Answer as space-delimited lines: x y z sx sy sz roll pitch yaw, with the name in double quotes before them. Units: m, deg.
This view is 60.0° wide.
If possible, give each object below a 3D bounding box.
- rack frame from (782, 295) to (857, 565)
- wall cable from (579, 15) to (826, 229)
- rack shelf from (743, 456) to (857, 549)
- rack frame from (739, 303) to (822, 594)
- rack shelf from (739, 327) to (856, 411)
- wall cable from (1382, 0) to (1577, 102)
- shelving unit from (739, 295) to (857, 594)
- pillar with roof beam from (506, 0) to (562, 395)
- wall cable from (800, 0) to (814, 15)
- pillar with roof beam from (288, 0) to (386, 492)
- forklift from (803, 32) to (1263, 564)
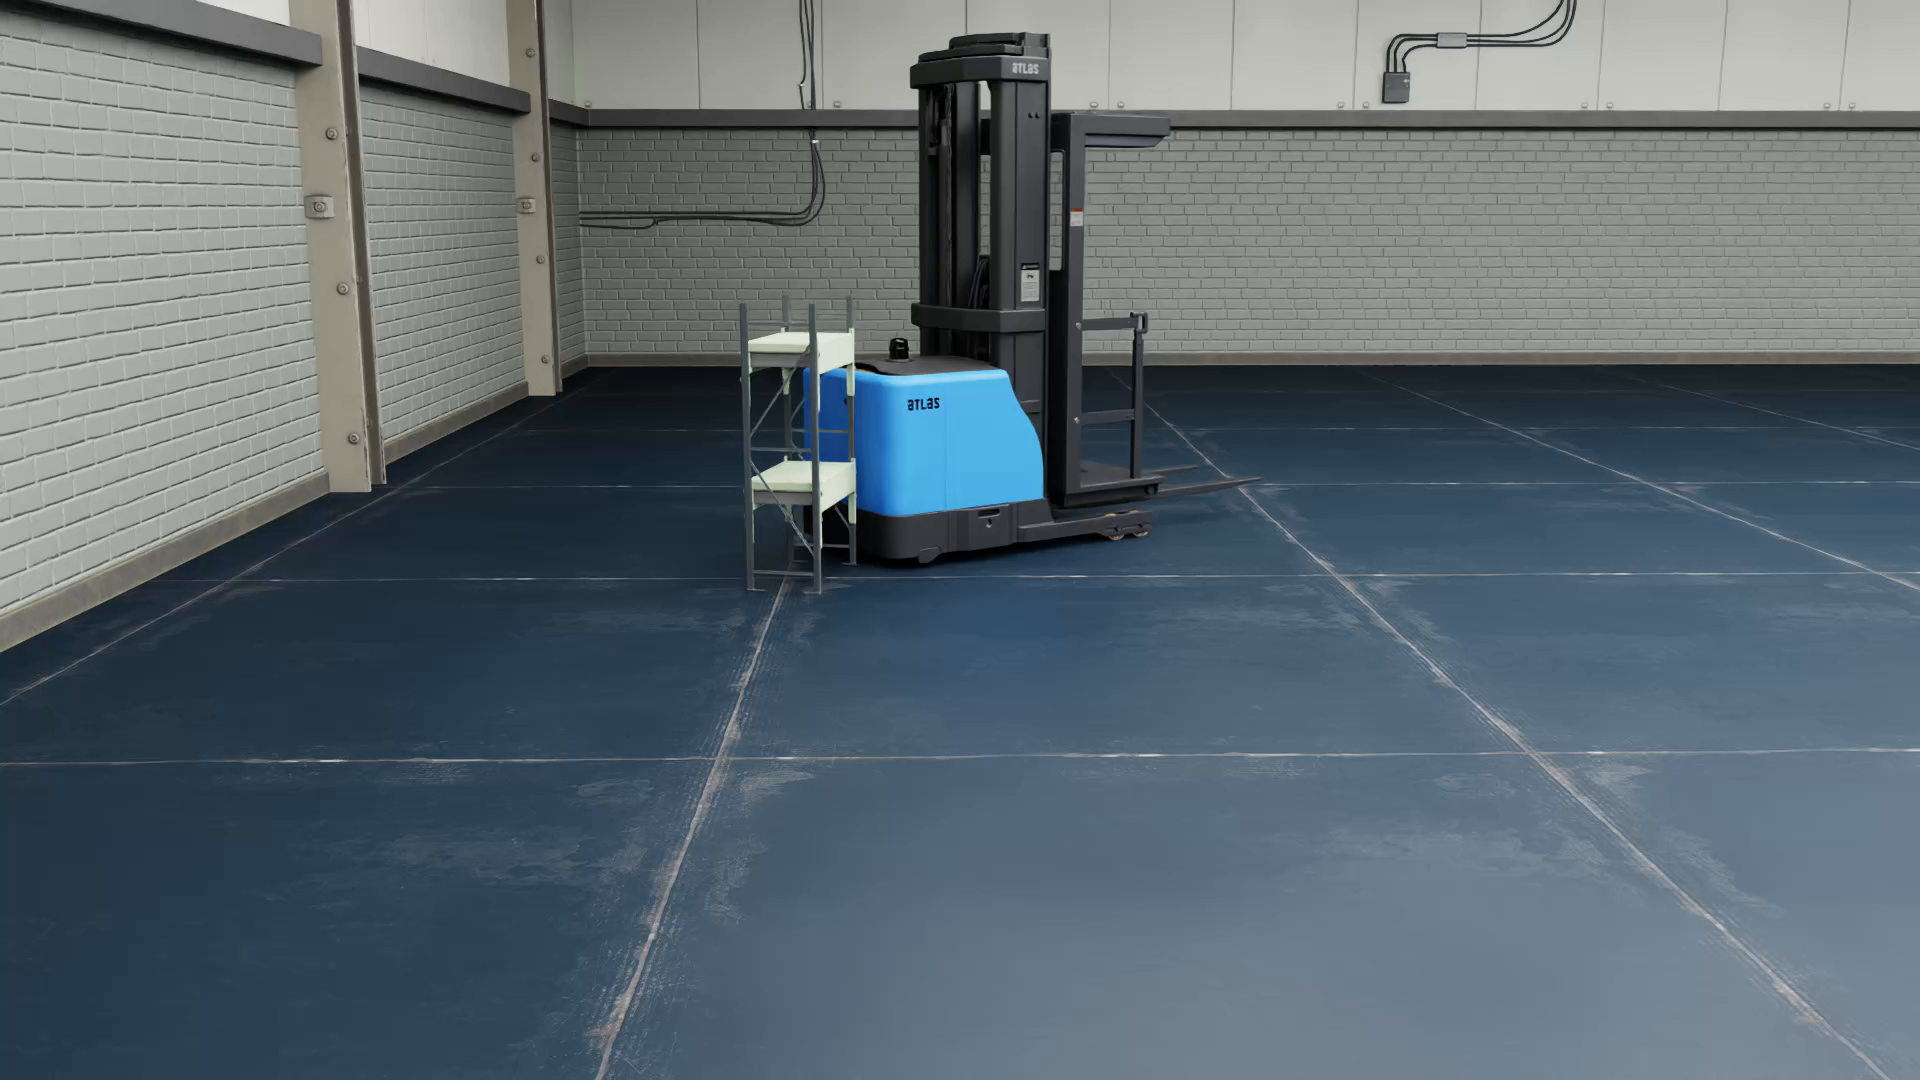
"rack frame" -0.782 -0.604 9.266 0.400 1.500 0.023 2 12 11
"wall cable" -3.189 -5.049 20.123 3.097 2.526 0.112 0 11 -1
"rack shelf" -0.852 -0.213 8.978 0.431 0.370 0.720 2 12 11
"rack frame" -0.922 -0.461 8.561 0.400 1.500 0.023 2 12 11
"rack shelf" -0.852 -0.915 8.836 0.431 0.370 0.720 2 12 11
"wall cable" 6.302 -8.273 19.653 2.305 6.003 0.169 0 11 -1
"shelving unit" -0.852 -0.533 8.914 0.431 1.500 0.755 2 12 11
"pillar with roof beam" -0.146 -5.997 16.988 9.100 9.000 0.400 0 11 -1
"wall cable" -0.485 -7.535 19.676 3.097 2.526 0.112 0 11 -1
"pillar with roof beam" -0.022 -4.805 11.109 9.100 9.000 0.400 0 11 -1
"forklift" 0.567 -1.509 10.128 3.031 2.935 1.130 -8 14 -34
